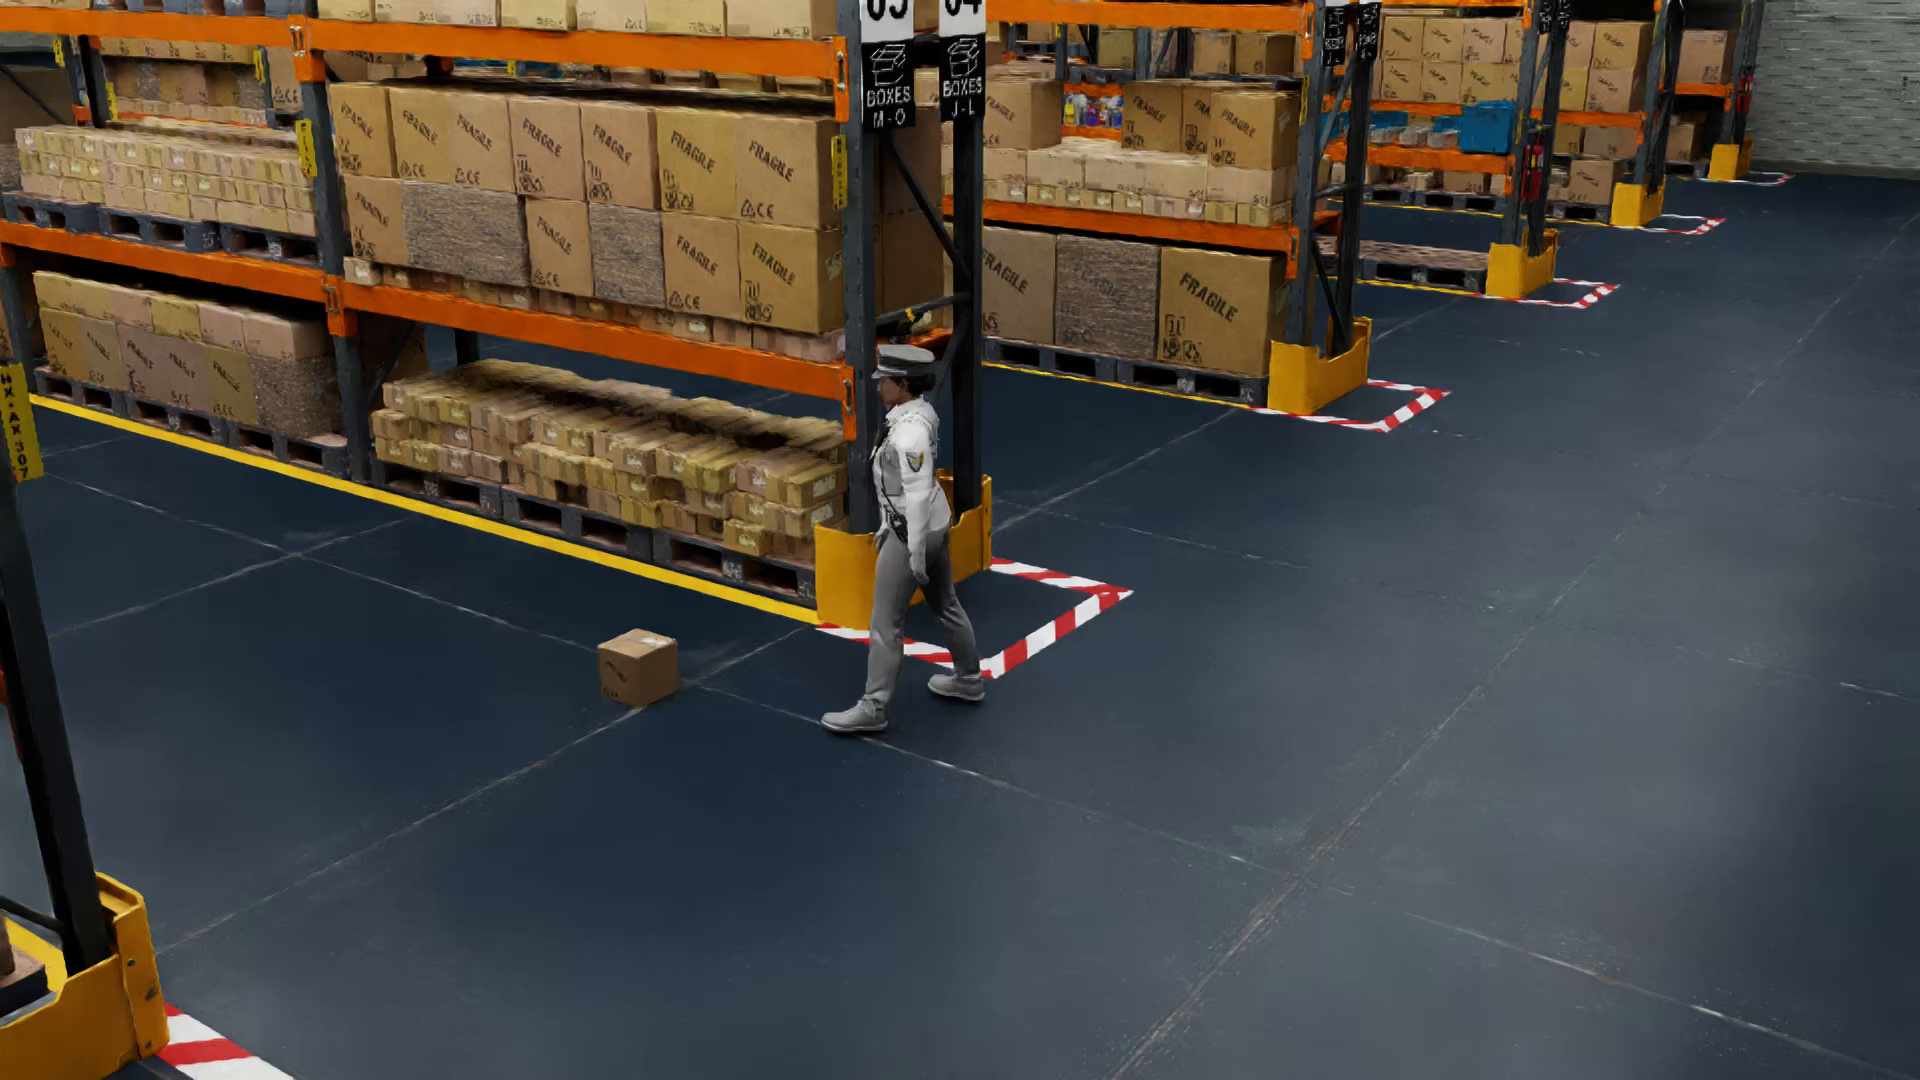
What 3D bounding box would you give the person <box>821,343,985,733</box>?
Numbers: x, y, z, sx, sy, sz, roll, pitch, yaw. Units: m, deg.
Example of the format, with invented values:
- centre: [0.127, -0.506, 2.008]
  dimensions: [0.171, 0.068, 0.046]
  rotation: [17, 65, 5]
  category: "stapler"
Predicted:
- centre: [-0.241, -0.020, 7.093]
  dimensions: [0.666, 1.642, 0.567]
  rotation: [3, 20, 8]
  category: "person"
